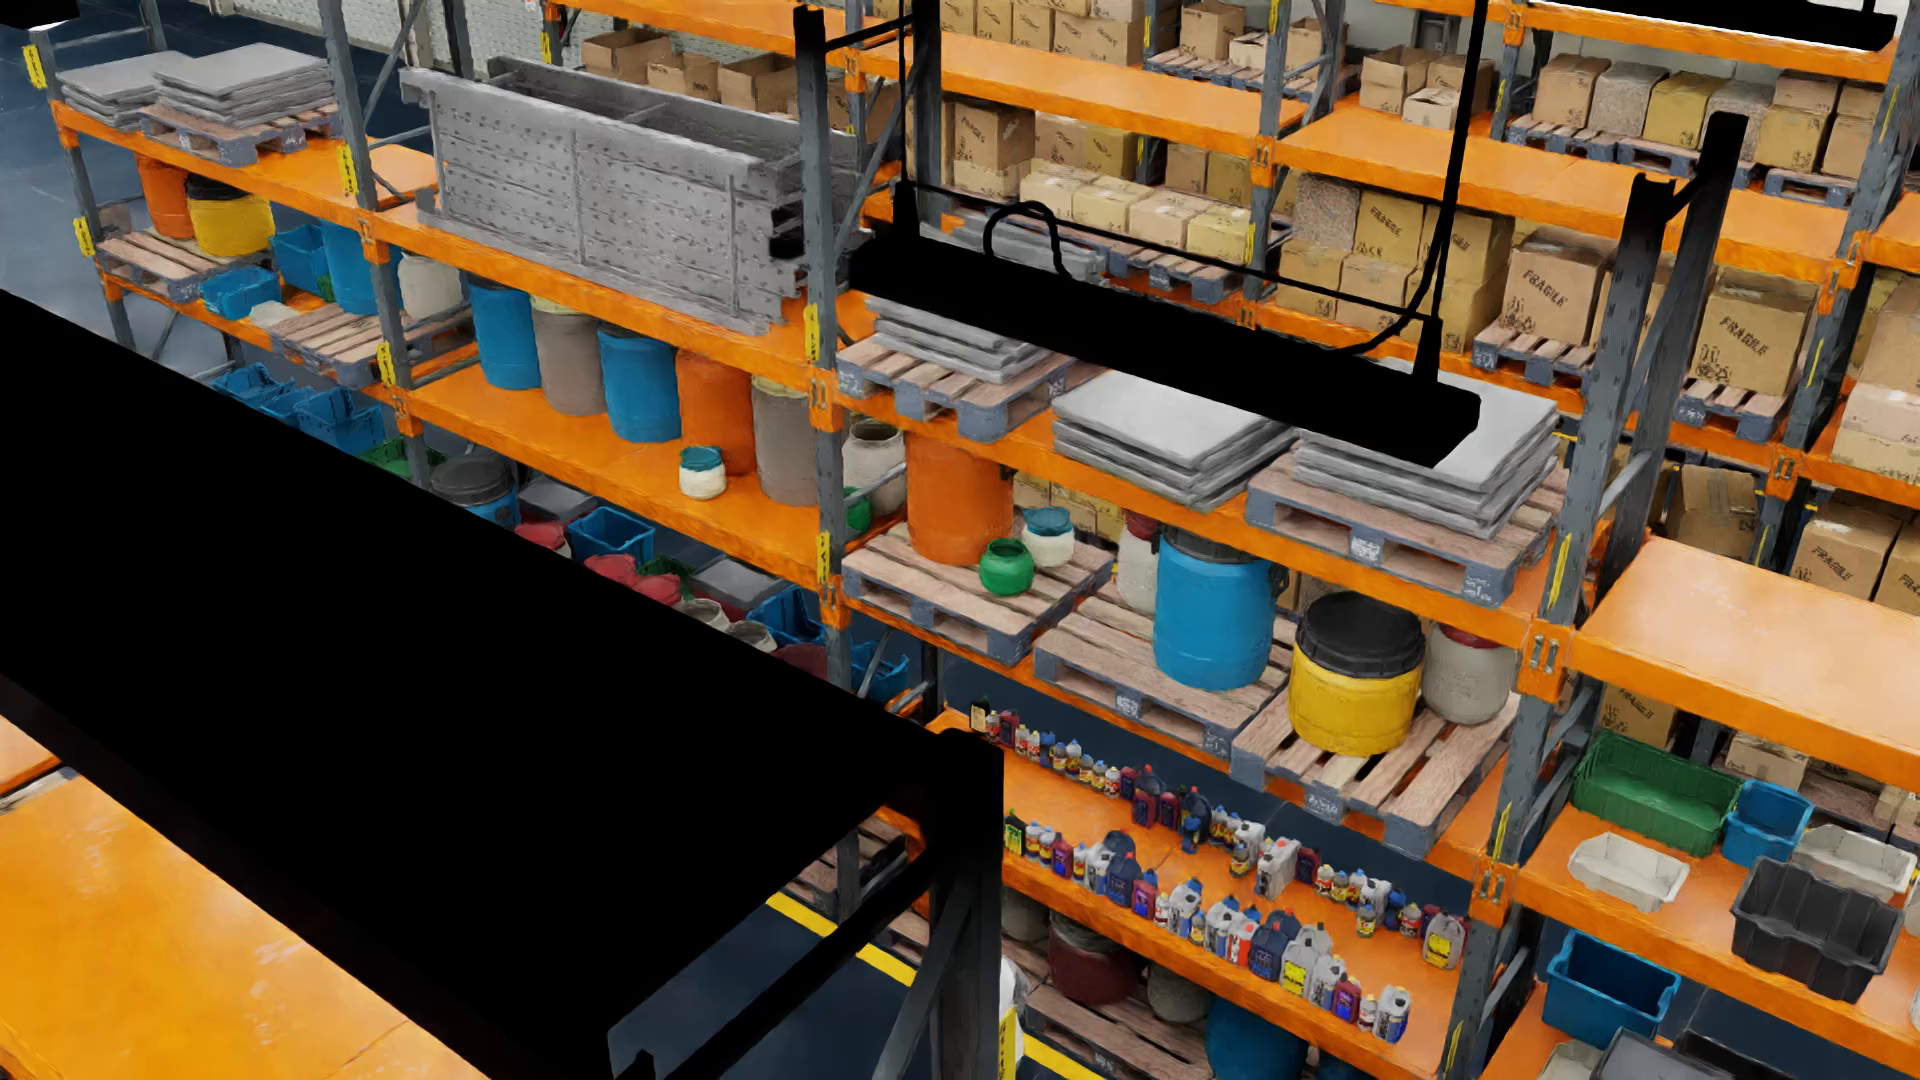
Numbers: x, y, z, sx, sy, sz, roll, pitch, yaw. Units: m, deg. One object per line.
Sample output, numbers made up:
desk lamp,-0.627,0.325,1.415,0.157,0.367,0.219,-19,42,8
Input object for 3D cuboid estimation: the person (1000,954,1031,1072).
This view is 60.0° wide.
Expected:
person,0.137,2.767,9.051,0.574,1.665,0.677,20,37,29
